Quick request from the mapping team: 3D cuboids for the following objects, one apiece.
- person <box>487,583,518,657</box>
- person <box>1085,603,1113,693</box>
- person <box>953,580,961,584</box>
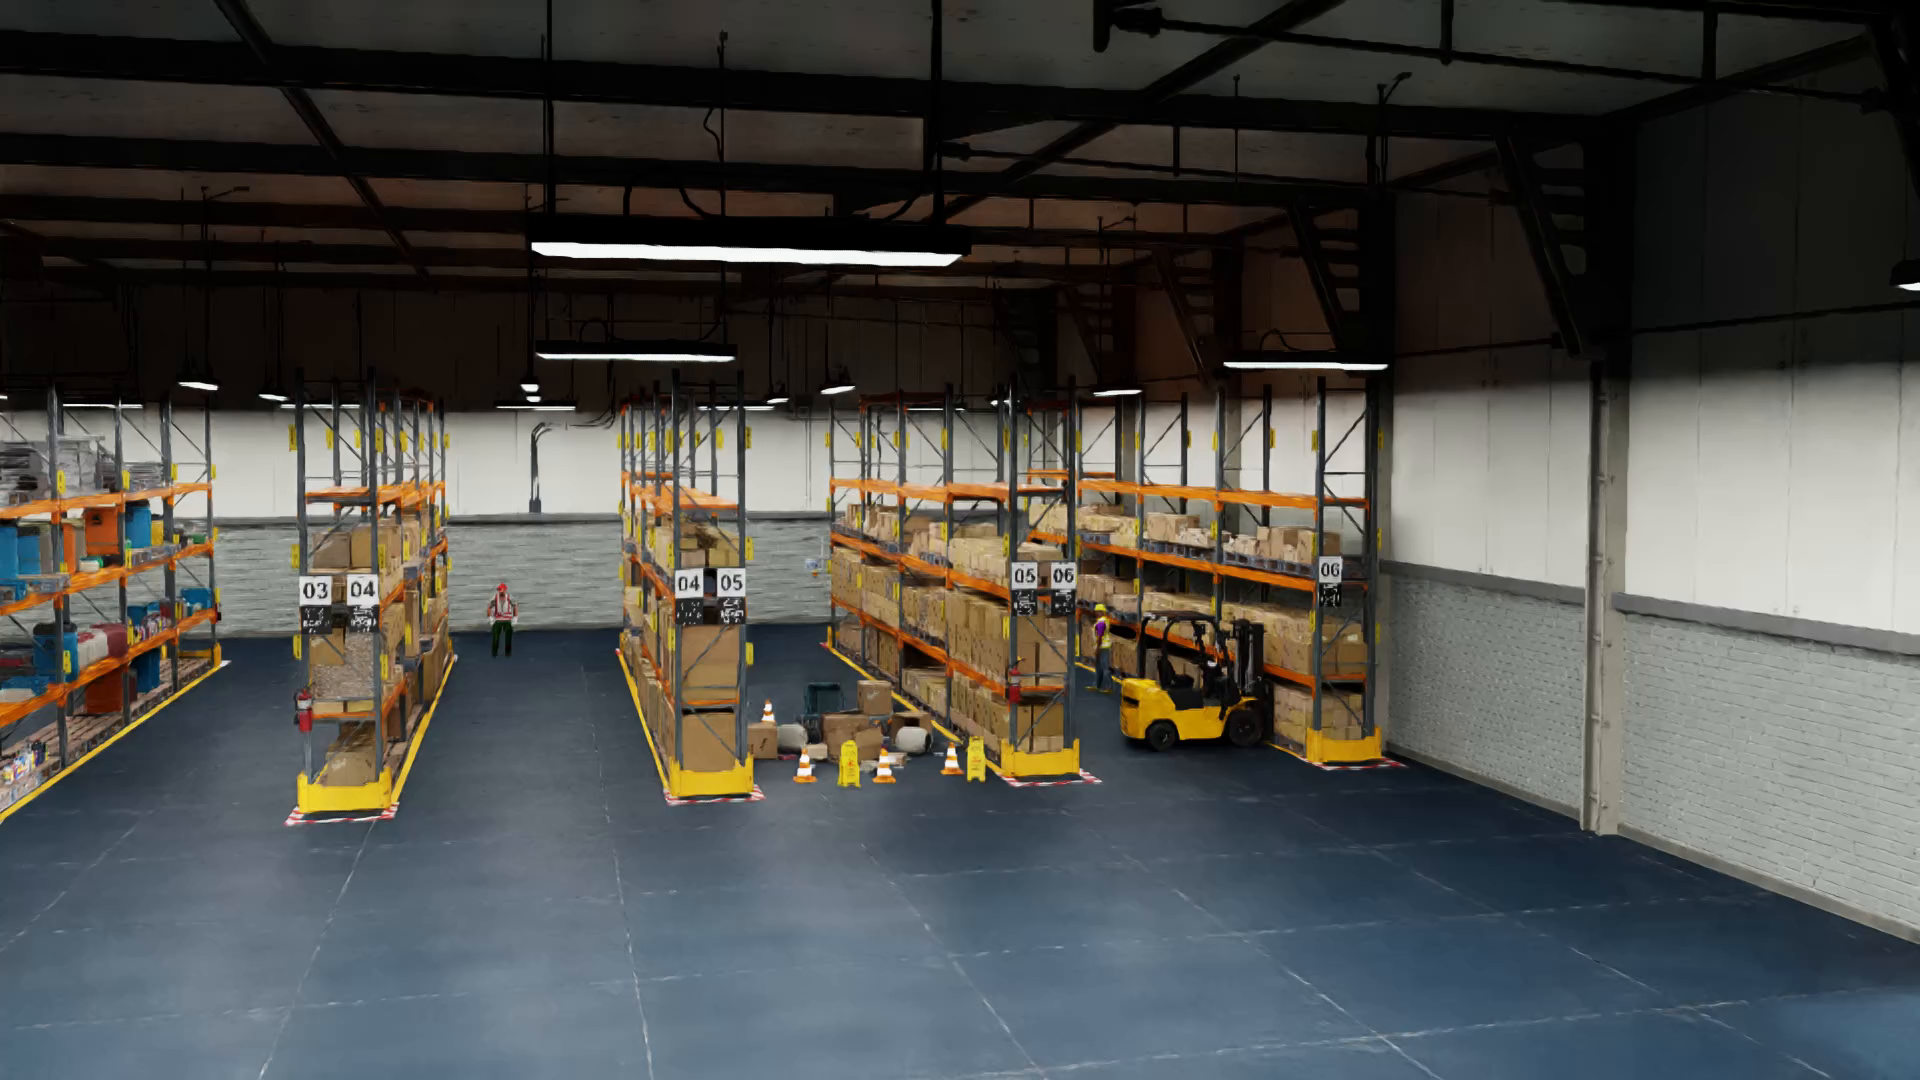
[{"bbox_3d":[-10.546,1.854,38.331,0.677,1.742,0.547,-1,4,-15],"label":"person"},{"bbox_3d":[2.768,2.135,33.039,0.591,1.763,0.685,1,3,9],"label":"person"},{"bbox_3d":[-0.115,1.526,43.205,0.473,1.777,0.709,-3,5,-45],"label":"person"}]
